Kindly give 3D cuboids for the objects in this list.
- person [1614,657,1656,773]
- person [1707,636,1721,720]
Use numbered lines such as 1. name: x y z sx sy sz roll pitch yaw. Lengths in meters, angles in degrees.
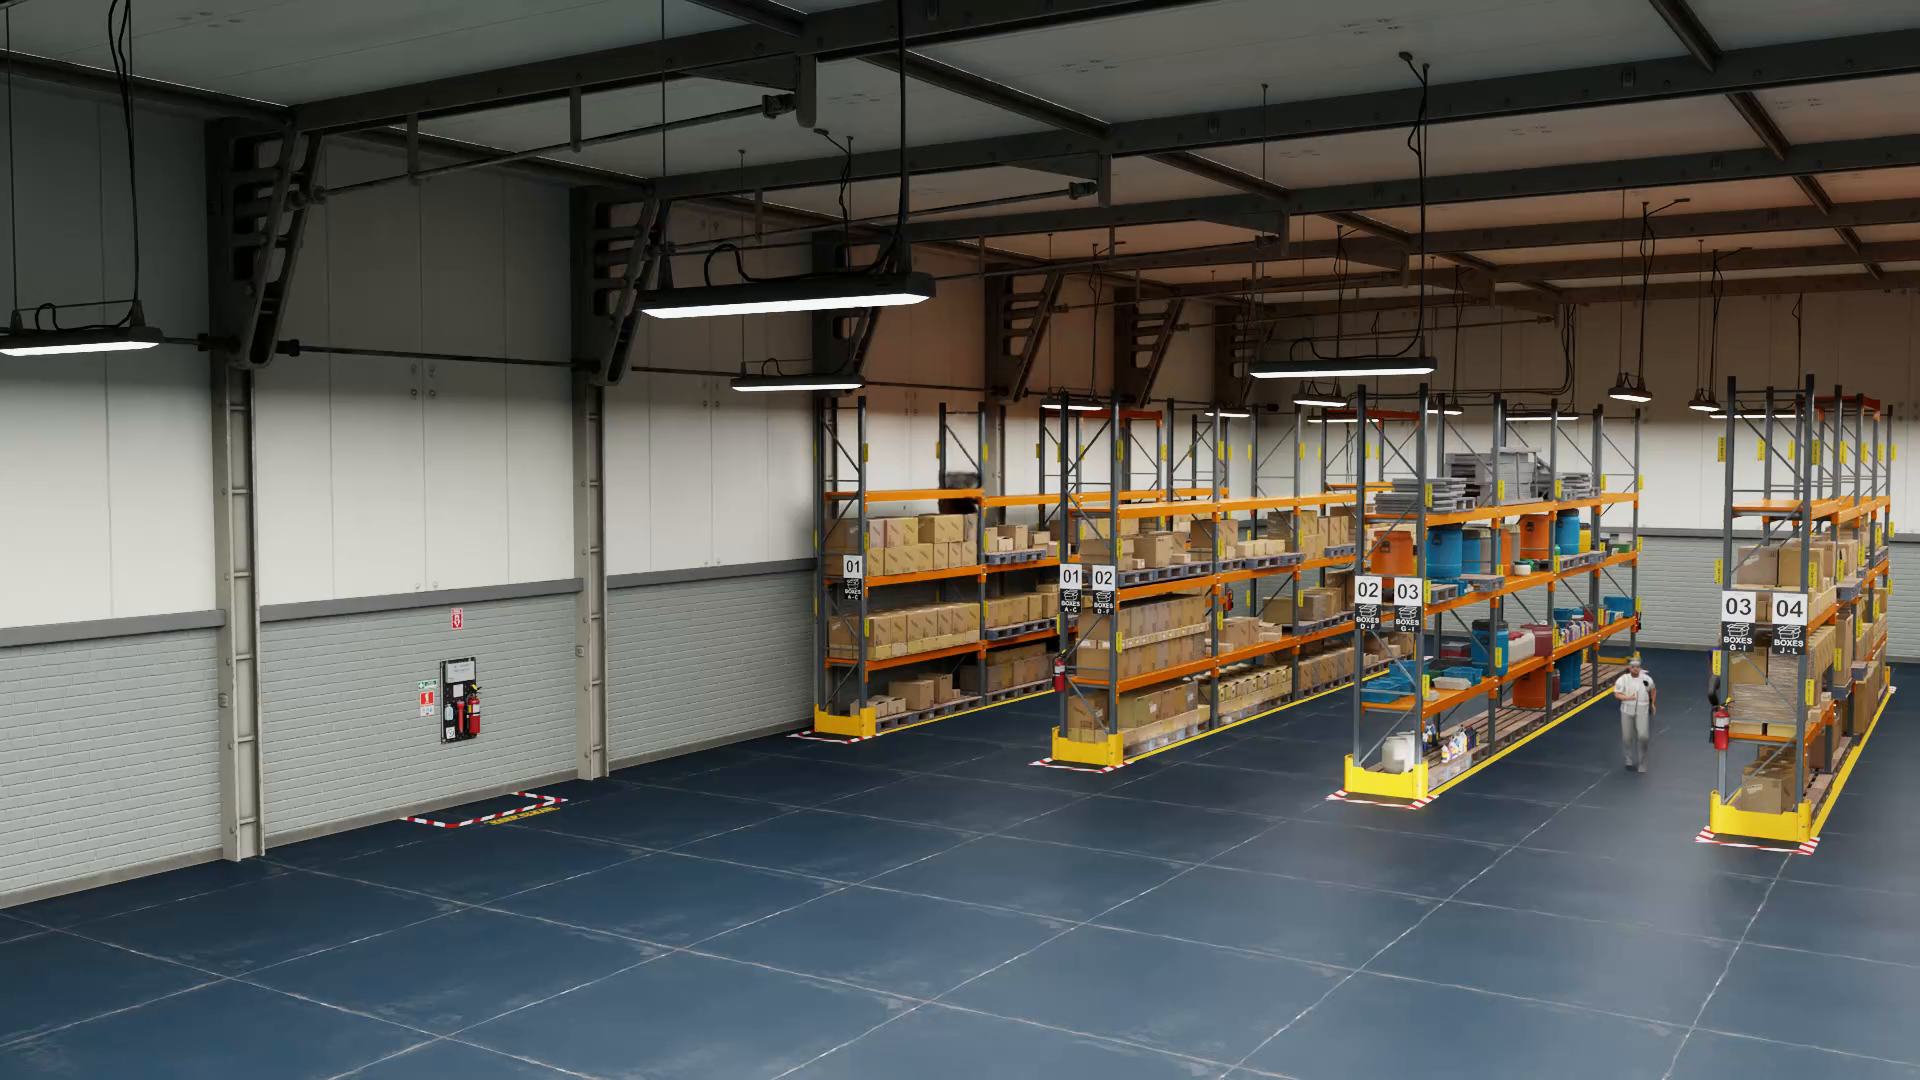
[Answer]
1. person: 10.626 2.752 26.172 0.633 1.828 0.753 1 3 19
2. person: 14.111 2.570 30.837 0.571 1.597 0.654 2 4 37
